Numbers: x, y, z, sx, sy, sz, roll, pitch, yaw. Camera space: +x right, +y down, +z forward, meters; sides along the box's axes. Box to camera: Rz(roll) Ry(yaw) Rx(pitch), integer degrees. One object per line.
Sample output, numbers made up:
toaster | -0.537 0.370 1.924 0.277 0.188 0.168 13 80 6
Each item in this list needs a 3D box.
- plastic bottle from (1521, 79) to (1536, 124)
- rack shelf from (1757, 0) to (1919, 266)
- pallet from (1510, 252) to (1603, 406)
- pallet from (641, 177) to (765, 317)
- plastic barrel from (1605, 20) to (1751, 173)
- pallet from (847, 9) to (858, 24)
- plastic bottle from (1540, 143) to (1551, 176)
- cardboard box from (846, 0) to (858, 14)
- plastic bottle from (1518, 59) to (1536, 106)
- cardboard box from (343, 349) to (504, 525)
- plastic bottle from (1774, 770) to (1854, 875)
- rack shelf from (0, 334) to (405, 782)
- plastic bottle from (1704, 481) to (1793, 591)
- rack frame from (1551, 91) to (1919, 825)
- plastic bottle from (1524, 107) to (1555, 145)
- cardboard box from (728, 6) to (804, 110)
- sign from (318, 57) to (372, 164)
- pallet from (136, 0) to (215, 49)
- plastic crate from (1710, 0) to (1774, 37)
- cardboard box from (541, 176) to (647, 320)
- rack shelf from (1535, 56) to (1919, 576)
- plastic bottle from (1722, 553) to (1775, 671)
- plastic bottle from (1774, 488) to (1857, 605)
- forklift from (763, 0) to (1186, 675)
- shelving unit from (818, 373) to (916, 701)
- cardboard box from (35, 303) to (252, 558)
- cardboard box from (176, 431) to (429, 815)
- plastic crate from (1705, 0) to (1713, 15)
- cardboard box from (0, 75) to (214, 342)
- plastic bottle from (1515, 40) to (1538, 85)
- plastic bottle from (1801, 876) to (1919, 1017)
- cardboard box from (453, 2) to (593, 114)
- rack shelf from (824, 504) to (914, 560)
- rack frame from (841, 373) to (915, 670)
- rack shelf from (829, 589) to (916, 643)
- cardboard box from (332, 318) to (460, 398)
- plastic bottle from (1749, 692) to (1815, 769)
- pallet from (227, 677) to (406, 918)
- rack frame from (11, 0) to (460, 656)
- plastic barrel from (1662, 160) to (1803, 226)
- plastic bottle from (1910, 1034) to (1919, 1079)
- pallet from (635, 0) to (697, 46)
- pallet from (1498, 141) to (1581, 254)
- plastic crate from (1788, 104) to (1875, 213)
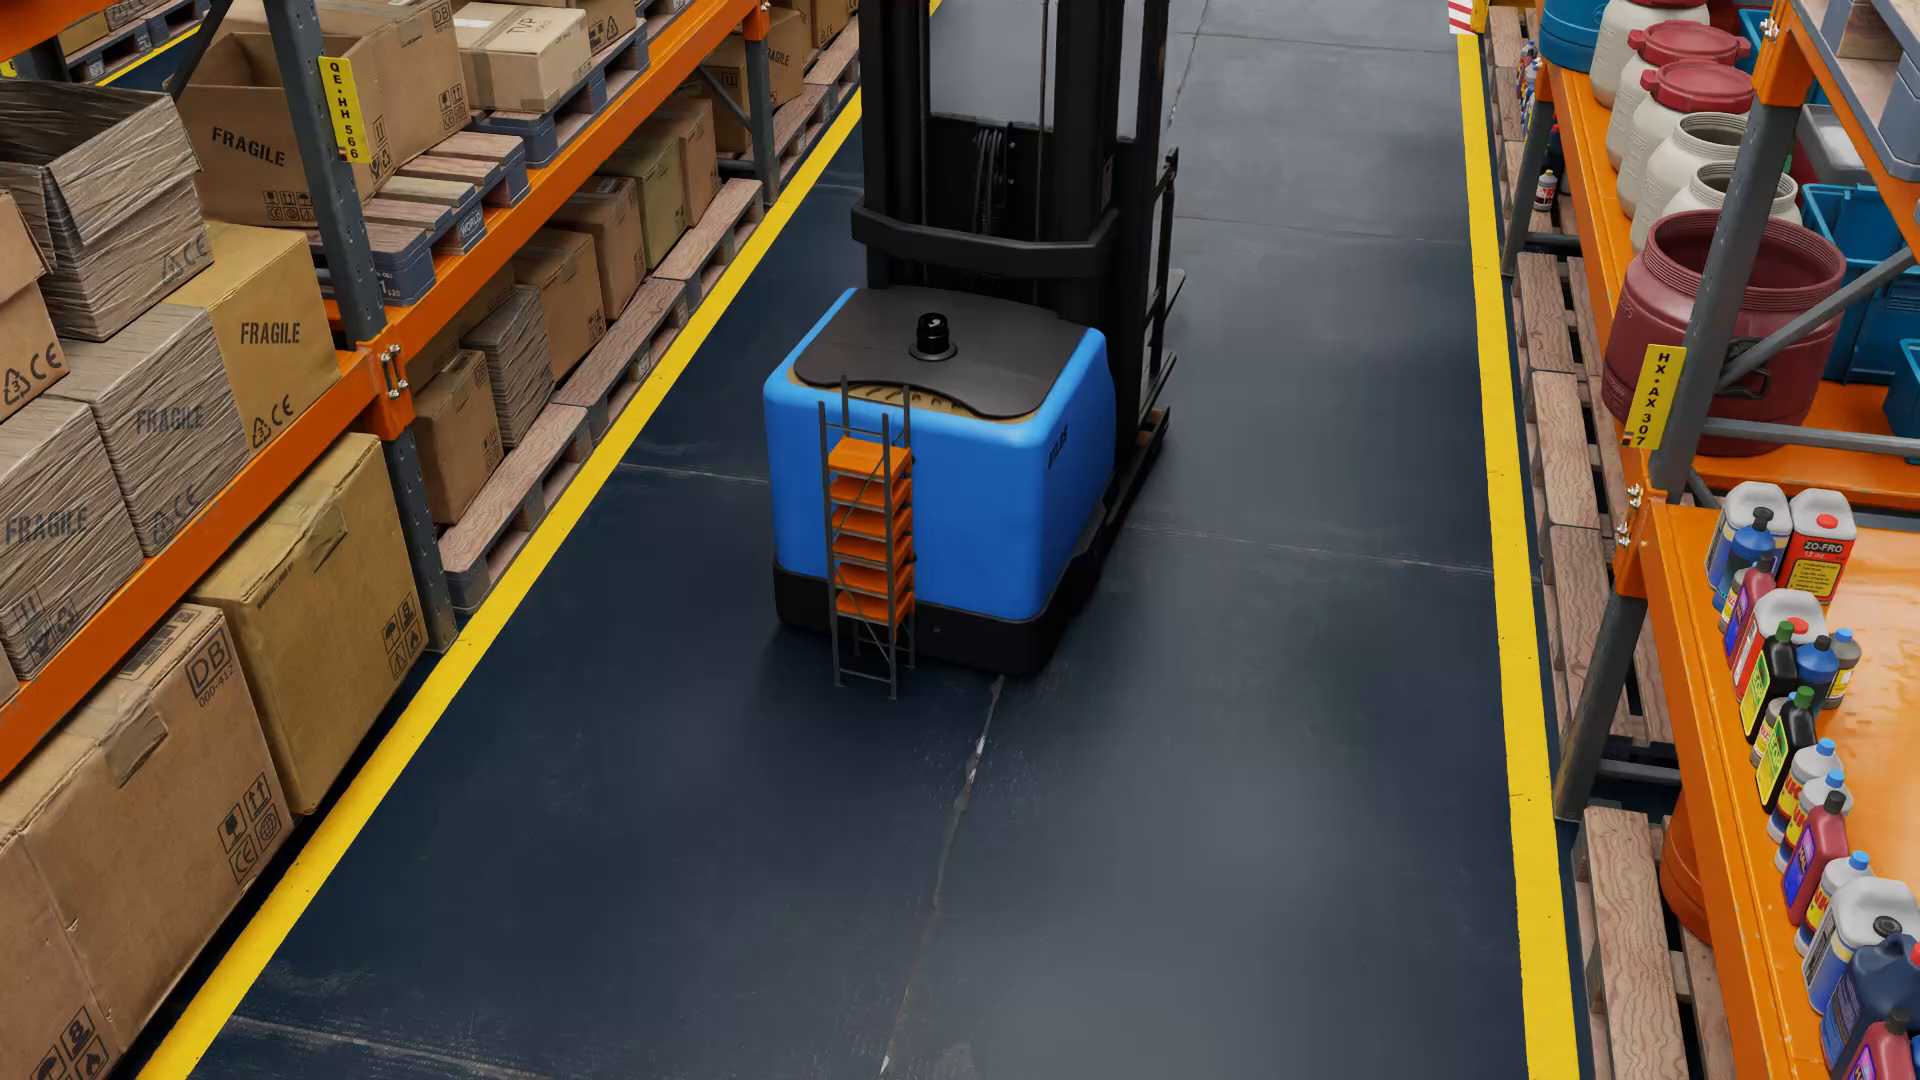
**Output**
plastic bottle | 3.334 -2.551 9.664 0.097 0.271 0.097 0 36 0
rack shelf | 2.028 -0.038 2.304 1.077 0.370 4.000 7 37 10
pallet | 3.180 -0.971 7.909 1.003 0.211 1.213 7 37 10
pallet | -1.694 -1.600 8.778 1.003 0.211 1.213 7 37 10
plastic barrel | 2.734 -1.668 6.380 0.433 0.535 0.433 0 36 0
pallet | -0.899 -3.835 11.861 1.003 0.211 1.213 7 37 10
plastic bottle | 3.090 -1.950 8.825 0.061 0.283 0.133 9 37 12
cardboard box | -0.919 -3.924 11.380 0.500 0.500 0.500 17 39 22
plastic bottle | 3.399 -2.725 9.903 0.097 0.271 0.097 0 36 0
cardboard box | -2.260 -0.435 6.549 0.700 0.500 0.500 5 36 8
plastic bottle | 1.798 0.591 3.488 0.097 0.271 0.097 0 36 0
rack shelf | -2.811 0.555 4.041 1.077 0.370 4.000 7 37 10
plastic bottle | 2.047 -0.004 4.305 0.152 0.276 0.135 7 37 10
rack frame | 2.455 -0.262 4.555 1.000 3.000 0.127 7 37 10
plastic bottle | 3.276 -2.361 9.334 0.144 0.351 0.185 7 37 10
cardboard box | -1.290 -2.887 9.950 0.500 0.500 0.500 19 40 24
sign | -1.841 -1.284 4.978 0.100 0.325 0.005 7 37 10
pallet | -5.856 -3.854 11.888 1.003 0.211 1.213 7 37 10
plastic crate | 3.505 -2.265 7.264 0.402 0.464 0.583 7 37 10
cardboard box | -1.921 -1.400 7.881 0.700 0.500 0.500 4 36 6
rack shelf | 2.882 -1.117 6.348 1.077 0.370 4.000 7 37 10
plastic bottle | 1.932 0.176 4.051 0.061 0.283 0.133 7 37 10
plastic bottle | 2.196 0.015 4.279 0.152 0.276 0.135 7 37 10
forklift | 0.282 -1.567 6.415 1.130 2.935 3.031 12 38 16
shelving unit | -0.309 0.014 5.708 0.258 1.200 0.189 12 38 16
cardboard box | -2.359 -0.324 4.556 0.500 0.500 0.500 7 37 10
cardboard box | -2.551 0.201 5.370 1.225 0.875 0.875 6 36 8
plastic crate | 3.546 -2.814 8.129 0.767 0.338 0.504 7 37 10
cardboard box | -2.555 -0.912 4.512 0.797 0.503 0.637 9 37 12
plastic bottle | 3.472 -2.921 10.174 0.097 0.271 0.097 0 36 0
plastic bottle | 1.751 0.791 3.208 0.152 0.276 0.135 7 37 10
cardboard box | -1.801 -1.924 6.618 0.500 0.250 0.500 6 36 9
rack shelf | -0.309 -0.047 5.663 0.258 0.103 0.180 12 38 16
rack frame | -0.278 -0.036 5.777 0.240 1.200 0.006 12 38 16
rack shelf | -0.309 0.245 5.875 0.258 0.103 0.180 12 38 16
cardboard box | -2.270 -0.740 6.331 0.500 0.250 0.500 9 37 12
plastic bottle | 1.868 0.431 3.768 0.097 0.201 0.097 0 36 0
pallet | -2.625 0.689 5.619 1.003 0.211 1.213 7 37 10
rack frame | -2.383 -0.882 5.412 1.000 3.000 0.127 7 37 10
plastic barrel | 2.466 -0.923 5.373 0.421 0.512 0.421 0 36 0
plastic bottle | 1.719 0.970 2.966 0.097 0.271 0.097 0 36 0
pallet | -1.834 -2.678 8.052 1.003 0.211 1.213 7 37 10
pallet | 3.494 -1.806 9.061 1.003 0.211 1.213 7 37 10
plastic crate | 3.099 -1.176 5.761 0.402 0.464 0.583 7 37 10
